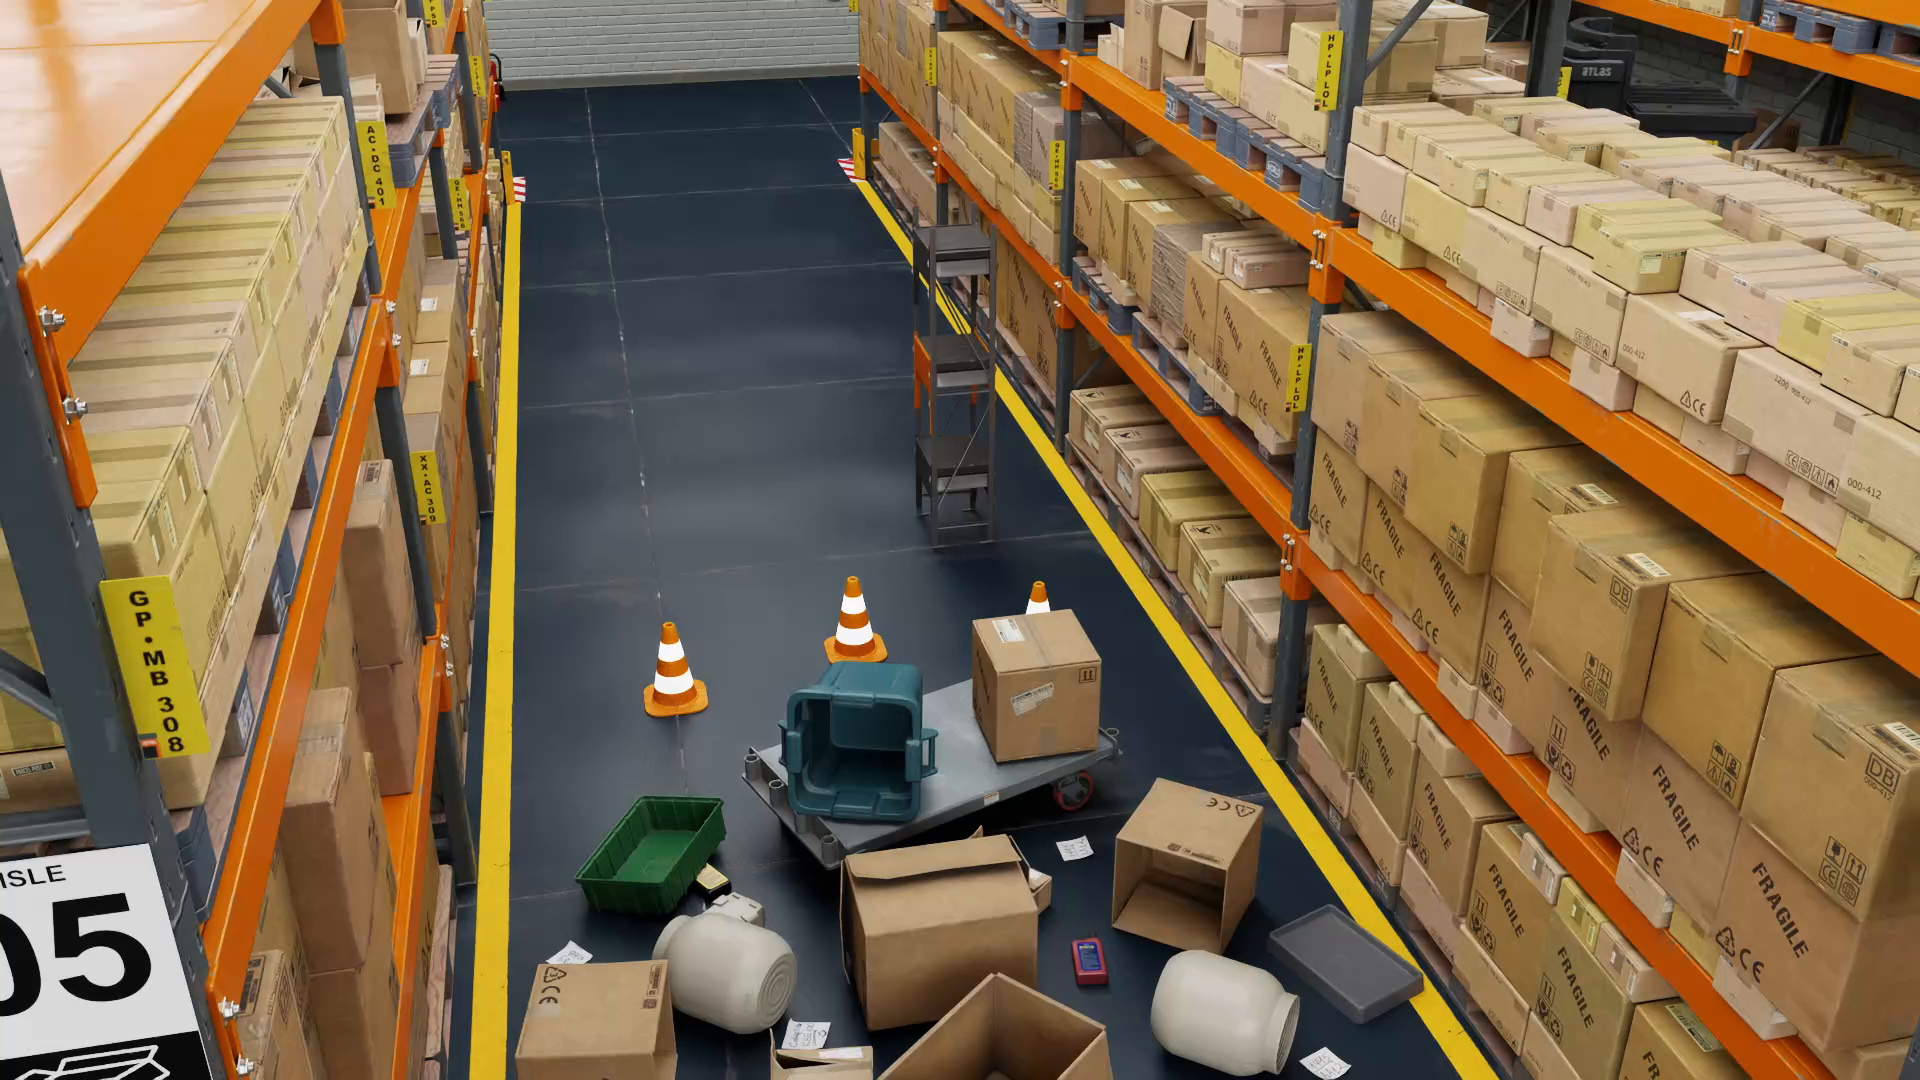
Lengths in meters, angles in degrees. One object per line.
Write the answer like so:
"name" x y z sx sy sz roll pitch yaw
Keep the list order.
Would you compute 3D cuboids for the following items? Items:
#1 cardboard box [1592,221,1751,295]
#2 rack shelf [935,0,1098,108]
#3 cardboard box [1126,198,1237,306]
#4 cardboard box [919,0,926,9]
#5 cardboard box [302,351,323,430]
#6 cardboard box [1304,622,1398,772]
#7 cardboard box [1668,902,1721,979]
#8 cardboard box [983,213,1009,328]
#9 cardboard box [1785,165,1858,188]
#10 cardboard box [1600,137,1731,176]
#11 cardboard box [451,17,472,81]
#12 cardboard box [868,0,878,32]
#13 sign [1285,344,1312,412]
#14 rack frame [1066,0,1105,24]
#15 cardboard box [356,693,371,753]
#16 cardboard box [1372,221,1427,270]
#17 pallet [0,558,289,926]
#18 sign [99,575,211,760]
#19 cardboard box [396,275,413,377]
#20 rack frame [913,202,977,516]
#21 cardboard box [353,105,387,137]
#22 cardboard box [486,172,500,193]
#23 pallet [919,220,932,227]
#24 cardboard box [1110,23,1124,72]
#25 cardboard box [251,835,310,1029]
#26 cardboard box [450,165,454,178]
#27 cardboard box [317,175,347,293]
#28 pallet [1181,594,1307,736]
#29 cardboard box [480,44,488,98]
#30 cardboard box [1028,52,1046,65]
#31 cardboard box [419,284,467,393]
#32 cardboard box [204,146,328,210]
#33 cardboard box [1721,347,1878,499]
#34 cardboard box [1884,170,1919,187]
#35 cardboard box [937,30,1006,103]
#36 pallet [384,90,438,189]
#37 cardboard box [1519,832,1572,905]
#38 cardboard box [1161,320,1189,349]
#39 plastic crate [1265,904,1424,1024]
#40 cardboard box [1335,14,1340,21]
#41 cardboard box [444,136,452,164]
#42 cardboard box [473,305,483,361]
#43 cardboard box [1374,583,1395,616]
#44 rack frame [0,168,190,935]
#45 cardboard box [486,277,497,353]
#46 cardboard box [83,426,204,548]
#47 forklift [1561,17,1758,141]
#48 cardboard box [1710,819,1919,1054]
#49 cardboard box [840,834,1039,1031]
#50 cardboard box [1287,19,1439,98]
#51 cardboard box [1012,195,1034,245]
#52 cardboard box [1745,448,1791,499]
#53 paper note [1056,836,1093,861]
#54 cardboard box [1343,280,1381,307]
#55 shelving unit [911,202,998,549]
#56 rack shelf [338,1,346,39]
"cardboard box" 2.246 -0.895 5.260 0.380 0.149 0.250 -5 27 -10
"rack shelf" 0.734 -3.932 12.681 1.077 0.370 4.000 -6 27 -12
"cardboard box" 1.311 -1.719 9.920 0.500 0.500 0.500 -5 27 -11
"cardboard box" -0.171 -5.022 15.430 0.380 0.149 0.250 -6 27 -12
"cardboard box" -1.975 -0.395 4.576 0.380 0.149 0.250 -6 27 -12
"cardboard box" 1.956 0.712 7.764 0.500 0.500 0.500 -5 27 -9
"cardboard box" 2.493 1.231 5.261 0.380 0.149 0.250 -6 27 -12
"cardboard box" 0.712 -2.371 14.011 0.875 0.875 0.875 -5 27 -10
"cardboard box" 5.949 -2.479 11.501 0.380 0.149 0.250 -5 27 -10
"cardboard box" 2.662 -1.416 6.291 0.380 0.149 0.250 -5 27 -10
"cardboard box" -4.381 -4.092 13.977 0.500 0.500 0.500 -5 27 -10
"cardboard box" -0.664 -5.573 17.242 0.500 0.500 0.500 -7 28 -13
"sign" 1.546 -0.739 7.600 0.100 0.325 0.005 -6 27 -12
"rack frame" 1.185 -4.714 10.103 1.000 3.000 0.127 -6 27 -12
"cardboard box" -2.466 0.849 5.573 0.875 0.550 0.550 -6 27 -12
"cardboard box" 1.920 -1.224 6.796 0.380 0.149 0.250 -6 27 -12
"pallet" -1.990 0.399 3.400 1.003 0.211 1.213 -6 27 -12
"sign" -1.270 0.205 2.629 0.100 0.325 0.005 -6 27 -12
"cardboard box" -3.175 -1.111 8.401 0.700 0.500 0.500 -6 27 -12
"rack frame" -0.092 -1.117 10.633 0.400 2.100 0.015 -6 27 -12
"cardboard box" -2.776 -1.834 7.427 0.380 0.149 0.250 -6 27 -12
"cardboard box" -4.758 -3.525 16.443 0.380 0.149 0.250 -5 27 -10
"pallet" 0.188 -2.889 16.239 1.003 0.211 1.213 -6 27 -12
"cardboard box" 1.148 -3.047 10.279 0.396 0.266 0.258 -6 27 -12
"cardboard box" -2.072 1.075 3.926 0.875 0.550 0.550 -6 27 -12
"cardboard box" -3.885 -2.613 12.081 0.380 0.149 0.250 -5 27 -10
"cardboard box" -2.239 -0.958 5.249 0.500 0.250 0.500 -6 27 -12
"pallet" 1.909 0.623 9.281 1.003 0.211 1.213 -6 27 -12
"cardboard box" -4.729 -4.339 15.577 0.500 0.500 0.500 -5 27 -9
"cardboard box" 0.848 -3.661 13.455 0.500 0.500 0.500 -5 27 -10
"cardboard box" -3.141 -1.144 9.577 0.500 0.500 0.500 -6 27 -12
"cardboard box" -2.152 -1.089 5.066 0.380 0.149 0.250 -5 27 -11
"cardboard box" 2.511 -0.349 4.619 0.500 0.250 0.500 -6 27 -12
"cardboard box" 6.581 -2.430 11.404 0.380 0.149 0.250 -6 28 -13
"cardboard box" 0.102 -4.061 14.246 0.500 0.500 0.500 -6 27 -11
"pallet" -3.163 -1.976 8.216 1.003 0.211 1.213 -5 27 -9
"cardboard box" 2.294 1.186 6.105 0.380 0.149 0.250 -5 27 -9
"cardboard box" 1.394 -1.235 9.681 0.380 0.149 0.250 -5 27 -10
"plastic crate" 1.641 1.796 7.103 0.402 0.080 0.583 -16 31 -29
"cardboard box" 4.171 -5.672 18.494 0.500 0.250 0.500 -6 27 -11
"cardboard box" -3.943 -2.857 12.234 0.380 0.149 0.250 -7 28 -14
"cardboard box" -3.649 -1.445 11.760 0.500 0.250 0.500 -6 27 -12
"cardboard box" 2.042 0.222 7.260 0.380 0.149 0.250 -6 27 -12
"rack frame" -1.812 -0.655 2.061 1.000 3.000 0.127 -6 27 -12
"cardboard box" -3.989 -1.792 13.279 0.500 0.500 0.500 -7 28 -13
"cardboard box" -1.633 -0.081 3.069 0.380 0.149 0.250 -6 27 -11
"forklift" 4.690 -2.044 11.548 3.031 2.935 1.130 3 27 6
"cardboard box" 2.597 1.088 4.824 0.500 0.500 0.500 -6 27 -13
"cardboard box" -0.094 1.606 6.859 0.797 0.637 0.503 -6 27 -12
"cardboard box" 1.832 -2.204 7.605 0.500 0.250 0.500 -5 27 -10
"cardboard box" 0.687 -2.387 12.317 0.500 0.250 0.500 -5 27 -11
"cardboard box" 2.528 -0.223 4.813 0.380 0.149 0.250 -6 27 -11
"paper note" 0.544 1.451 7.841 0.148 0.019 0.142 -6 27 -12
"cardboard box" 2.147 -1.100 8.693 0.500 0.500 0.500 -6 27 -11
"shelving unit" -0.037 -1.010 10.421 0.431 2.100 0.503 -6 27 -12
"rack shelf" -3.164 -2.789 7.532 1.077 0.370 4.000 -6 27 -12
